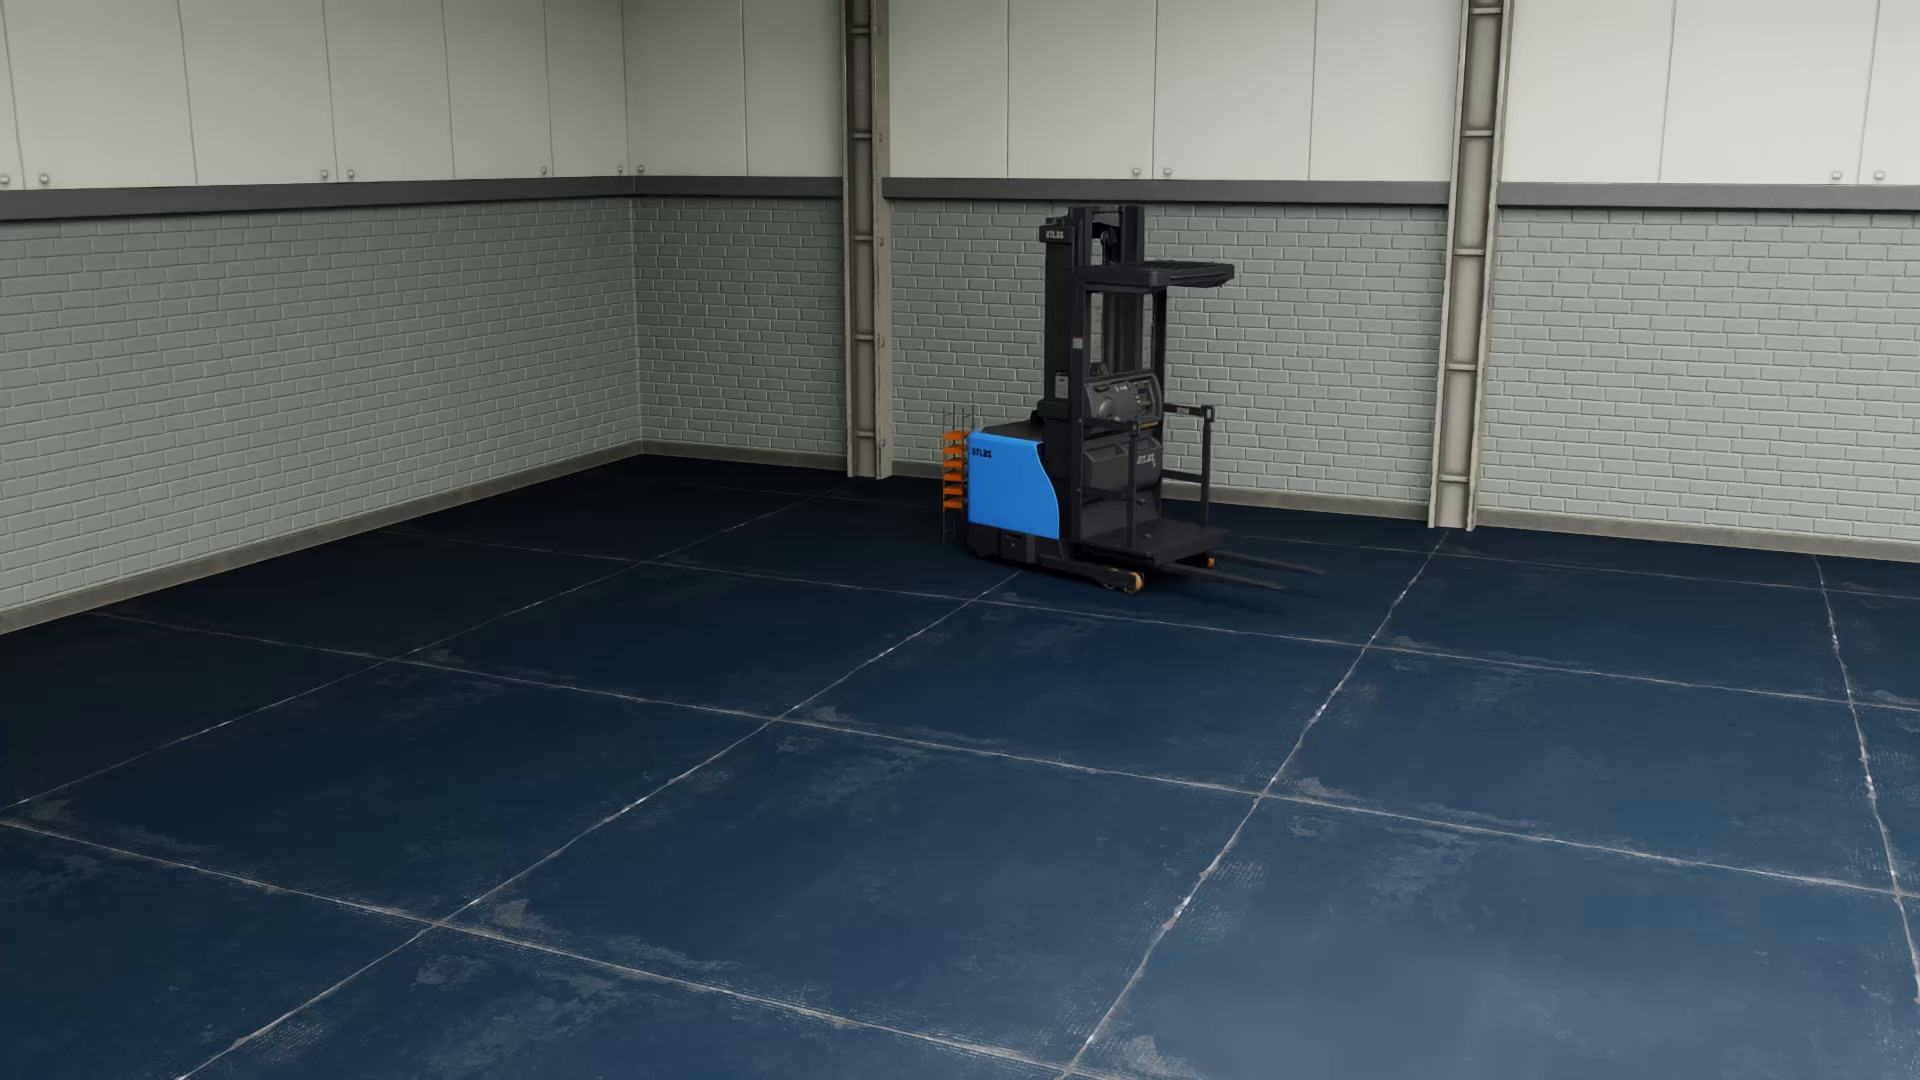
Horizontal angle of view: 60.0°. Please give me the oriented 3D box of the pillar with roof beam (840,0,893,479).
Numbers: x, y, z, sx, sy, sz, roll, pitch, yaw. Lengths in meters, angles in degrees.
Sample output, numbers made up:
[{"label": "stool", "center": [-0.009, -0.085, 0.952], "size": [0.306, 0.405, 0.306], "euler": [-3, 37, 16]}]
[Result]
[{"label": "pillar with roof beam", "center": [-2.699, -4.169, 12.821], "size": [0.400, 9.000, 9.100], "euler": [6, 14, 23]}]

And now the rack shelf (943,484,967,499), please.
[{"label": "rack shelf", "center": [-0.013, -0.425, 14.661], "size": [0.180, 0.103, 0.258], "euler": [6, 14, 23]}]

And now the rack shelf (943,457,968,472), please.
[{"label": "rack shelf", "center": [-0.013, -0.659, 14.606], "size": [0.180, 0.103, 0.258], "euler": [6, 14, 23]}]

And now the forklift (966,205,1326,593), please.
[{"label": "forklift", "center": [1.470, -1.144, 13.213], "size": [3.031, 2.935, 1.130], "euler": [12, 18, 41]}]

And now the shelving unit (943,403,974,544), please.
[{"label": "shelving unit", "center": [-0.013, -0.585, 14.623], "size": [0.189, 1.200, 0.258], "euler": [6, 14, 23]}]

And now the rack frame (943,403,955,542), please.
[{"label": "rack frame", "center": [-0.097, -0.594, 14.660], "size": [0.006, 1.200, 0.240], "euler": [6, 14, 23]}]

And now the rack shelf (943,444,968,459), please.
[{"label": "rack shelf", "center": [-0.013, -0.776, 14.579], "size": [0.180, 0.103, 0.258], "euler": [6, 14, 23]}]

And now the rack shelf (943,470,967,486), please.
[{"label": "rack shelf", "center": [-0.013, -0.542, 14.634], "size": [0.180, 0.103, 0.258], "euler": [6, 14, 23]}]

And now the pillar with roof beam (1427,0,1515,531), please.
[{"label": "pillar with roof beam", "center": [2.787, -3.613, 10.455], "size": [0.400, 9.000, 9.100], "euler": [6, 14, 23]}]

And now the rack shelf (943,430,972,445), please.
[{"label": "rack shelf", "center": [-0.013, -0.893, 14.551], "size": [0.180, 0.103, 0.258], "euler": [6, 14, 23]}]

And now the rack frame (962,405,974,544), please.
[{"label": "rack frame", "center": [0.070, -0.577, 14.587], "size": [0.006, 1.200, 0.240], "euler": [6, 14, 23]}]

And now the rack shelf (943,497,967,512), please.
[{"label": "rack shelf", "center": [-0.013, -0.309, 14.688], "size": [0.180, 0.103, 0.258], "euler": [6, 14, 23]}]
